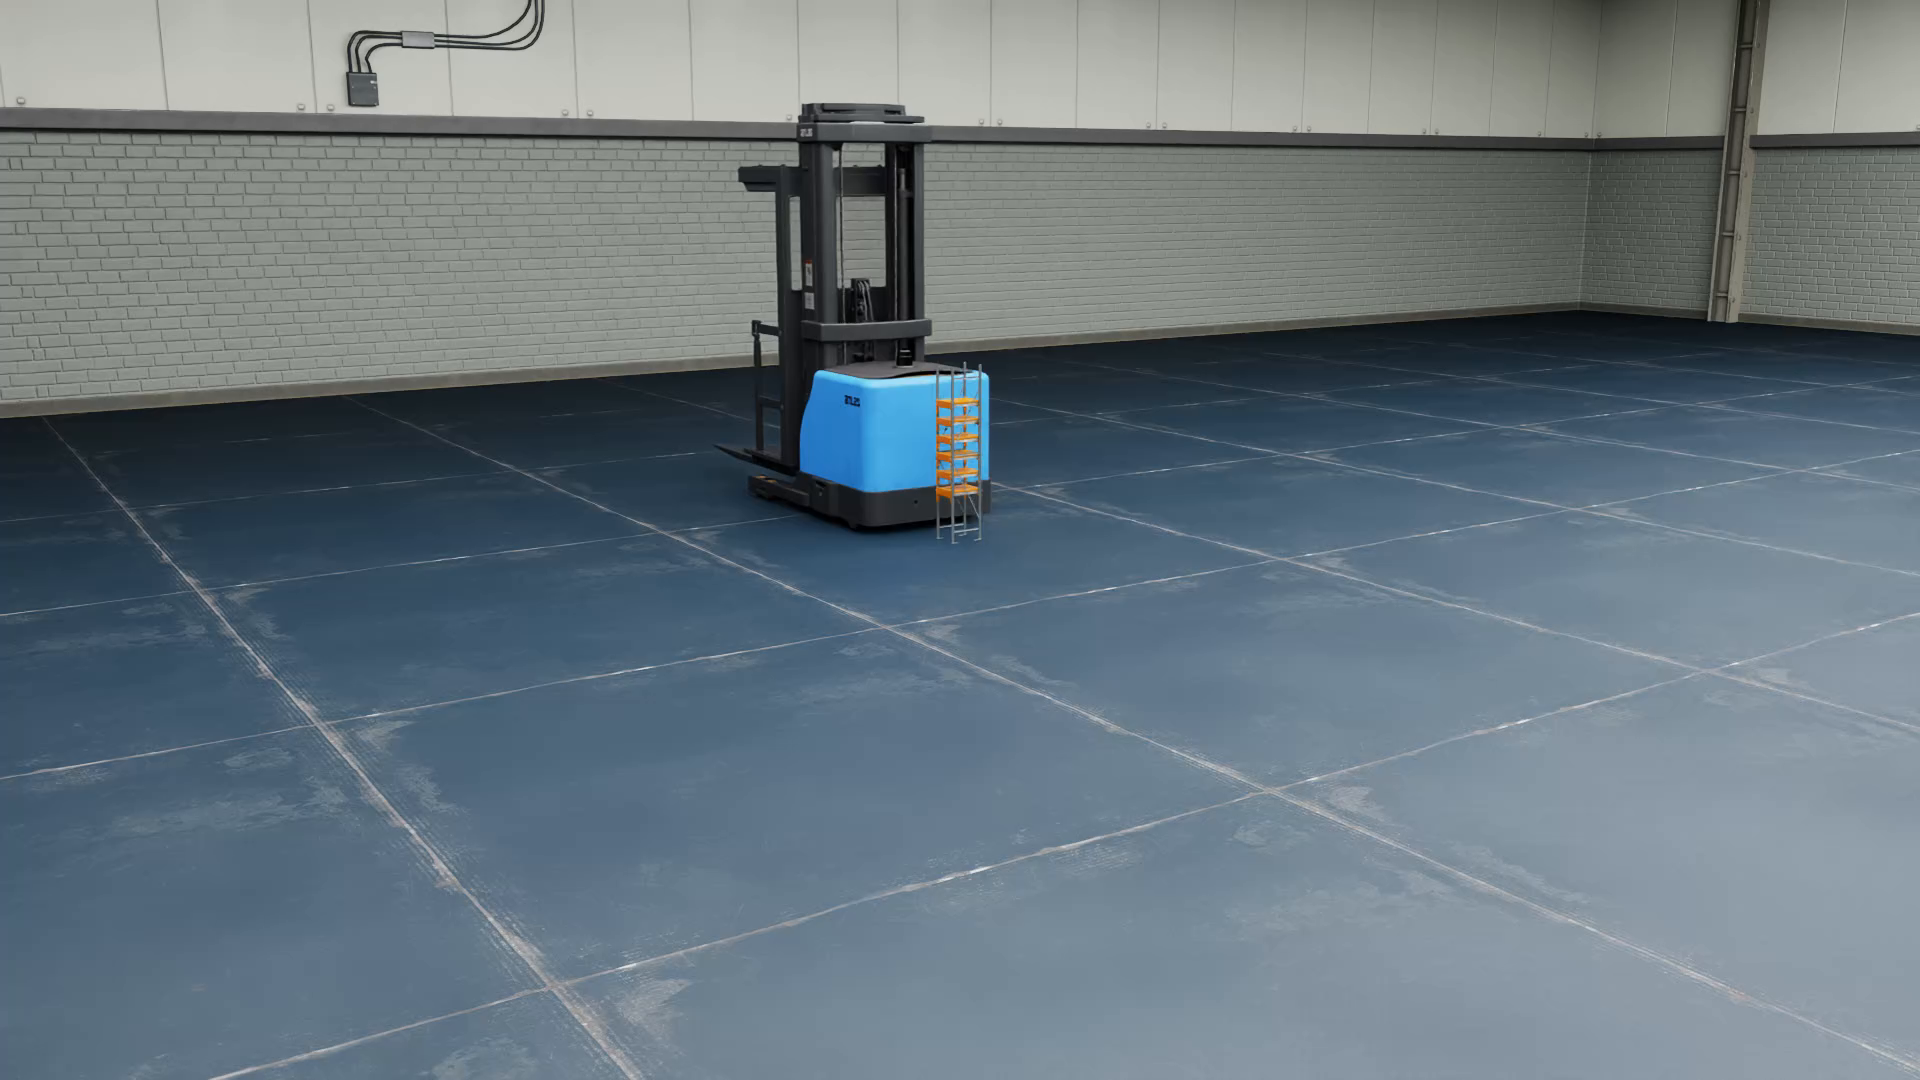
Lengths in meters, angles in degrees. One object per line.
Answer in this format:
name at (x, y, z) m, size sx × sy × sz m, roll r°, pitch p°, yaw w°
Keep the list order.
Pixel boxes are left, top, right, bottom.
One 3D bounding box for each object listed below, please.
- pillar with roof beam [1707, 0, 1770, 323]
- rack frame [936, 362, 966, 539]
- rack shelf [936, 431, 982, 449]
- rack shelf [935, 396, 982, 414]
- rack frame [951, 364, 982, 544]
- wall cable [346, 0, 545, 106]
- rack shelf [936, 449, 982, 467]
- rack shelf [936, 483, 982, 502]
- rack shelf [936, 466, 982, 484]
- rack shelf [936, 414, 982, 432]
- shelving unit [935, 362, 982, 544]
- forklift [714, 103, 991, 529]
pillar with roof beam at (9.482, -7.631, 25.194) m, size 9.100 × 9.000 × 0.400 m, roll -8°, pitch 15°, yaw -33°
rack frame at (-0.059, -0.605, 11.320) m, size 0.240 × 1.200 × 0.006 m, roll -8°, pitch 15°, yaw -33°
rack shelf at (-0.008, -0.663, 11.229) m, size 0.258 × 0.103 × 0.180 m, roll -8°, pitch 15°, yaw -33°
rack shelf at (-0.008, -0.897, 11.178) m, size 0.258 × 0.103 × 0.180 m, roll -8°, pitch 15°, yaw -33°
rack frame at (0.043, -0.572, 11.171) m, size 0.240 × 1.200 × 0.006 m, roll -8°, pitch 15°, yaw -33°
wall cable at (-5.777, -7.875, 18.349) m, size 2.305 × 6.003 × 0.169 m, roll -8°, pitch 15°, yaw -33°
rack shelf at (-0.008, -0.545, 11.255) m, size 0.258 × 0.103 × 0.180 m, roll -8°, pitch 15°, yaw -33°
rack shelf at (-0.008, -0.311, 11.306) m, size 0.258 × 0.103 × 0.180 m, roll -8°, pitch 15°, yaw -33°
rack shelf at (-0.008, -0.428, 11.280) m, size 0.258 × 0.103 × 0.180 m, roll -8°, pitch 15°, yaw -33°
rack shelf at (-0.008, -0.780, 11.204) m, size 0.258 × 0.103 × 0.180 m, roll -8°, pitch 15°, yaw -33°
shelving unit at (-0.008, -0.589, 11.245) m, size 0.258 × 1.200 × 0.189 m, roll -8°, pitch 15°, yaw -33°
forklift at (-0.983, -1.778, 12.634) m, size 1.130 × 2.935 × 3.031 m, roll -8°, pitch 14°, yaw -31°
